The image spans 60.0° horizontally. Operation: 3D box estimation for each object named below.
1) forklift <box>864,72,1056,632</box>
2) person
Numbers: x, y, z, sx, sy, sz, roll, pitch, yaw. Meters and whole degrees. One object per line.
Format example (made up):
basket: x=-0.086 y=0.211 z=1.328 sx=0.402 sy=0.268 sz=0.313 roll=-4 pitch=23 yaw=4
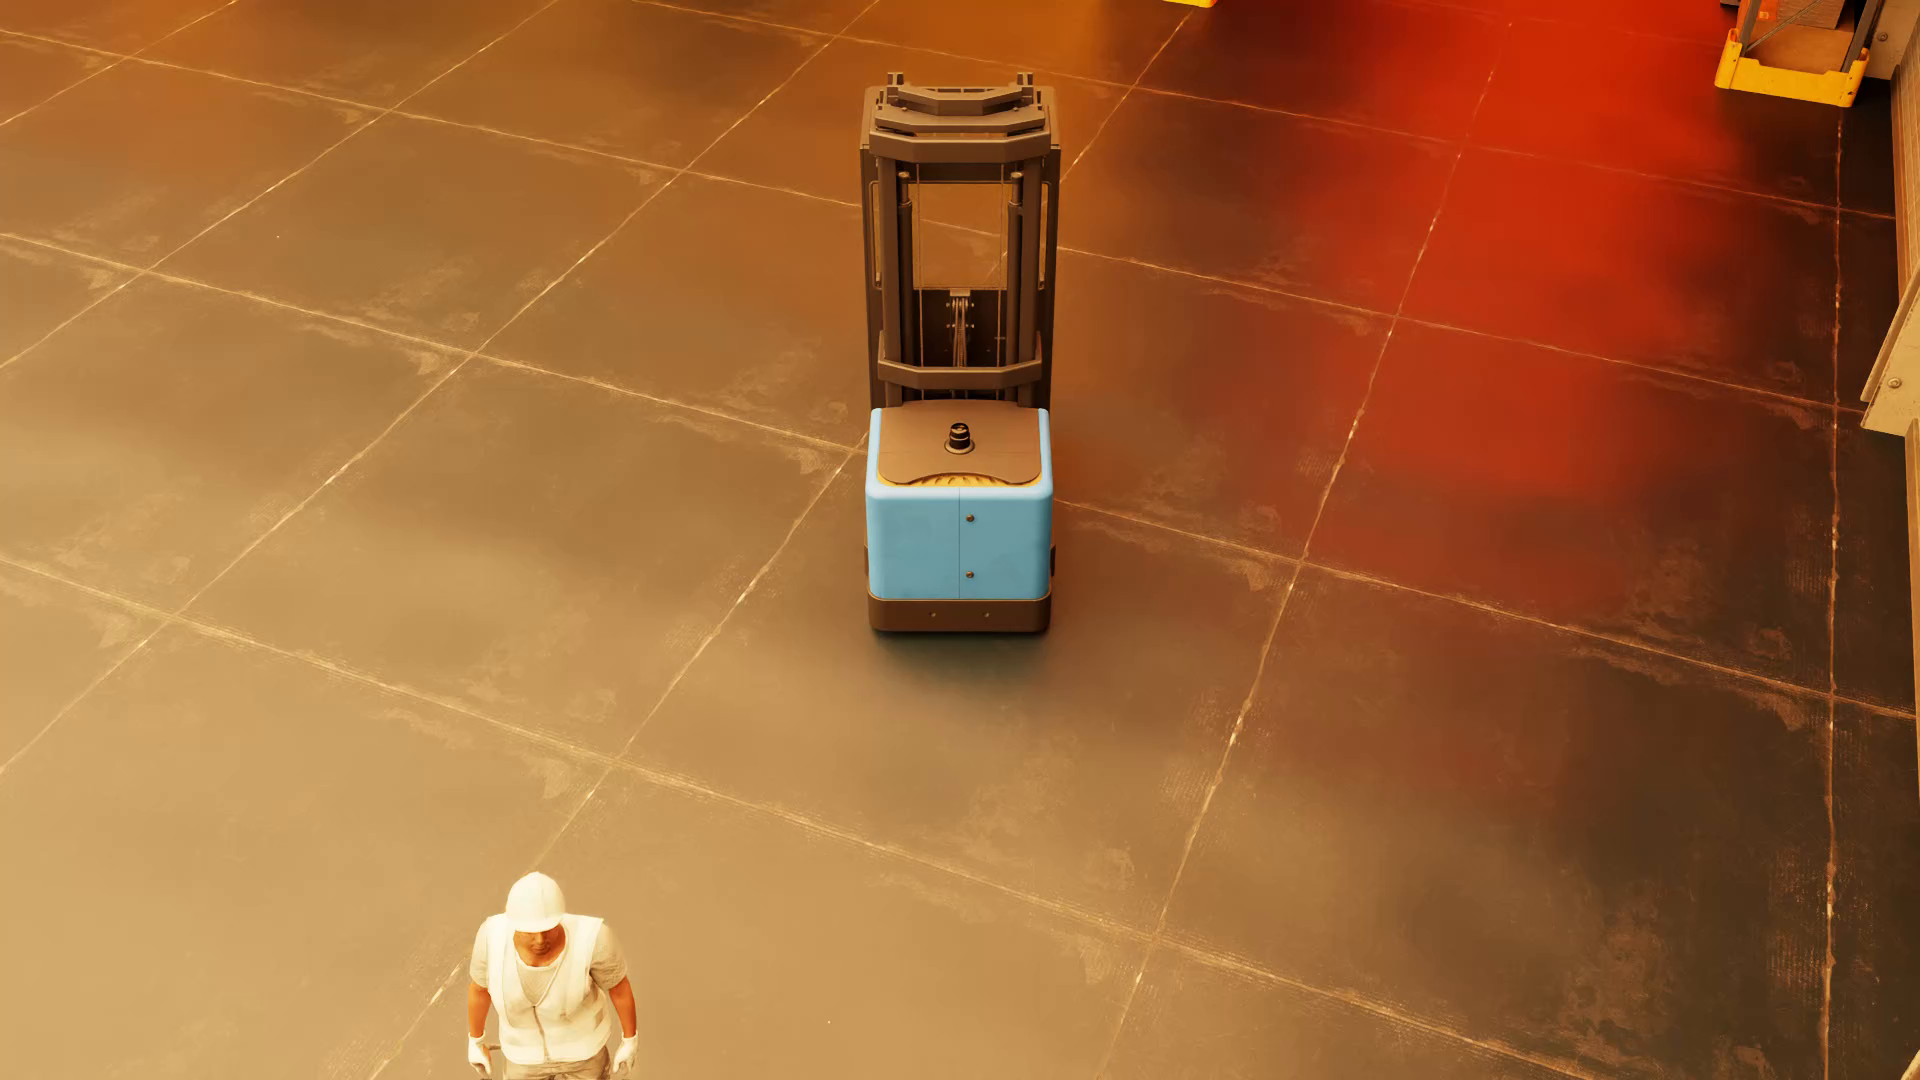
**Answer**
forklift: x=0.002 y=-1.515 z=9.816 sx=1.130 sy=2.935 sz=3.031 roll=0 pitch=40 yaw=0
person: x=-1.586 y=2.029 z=6.496 sx=0.656 sy=1.747 sz=0.575 roll=-3 pitch=40 yaw=-3
